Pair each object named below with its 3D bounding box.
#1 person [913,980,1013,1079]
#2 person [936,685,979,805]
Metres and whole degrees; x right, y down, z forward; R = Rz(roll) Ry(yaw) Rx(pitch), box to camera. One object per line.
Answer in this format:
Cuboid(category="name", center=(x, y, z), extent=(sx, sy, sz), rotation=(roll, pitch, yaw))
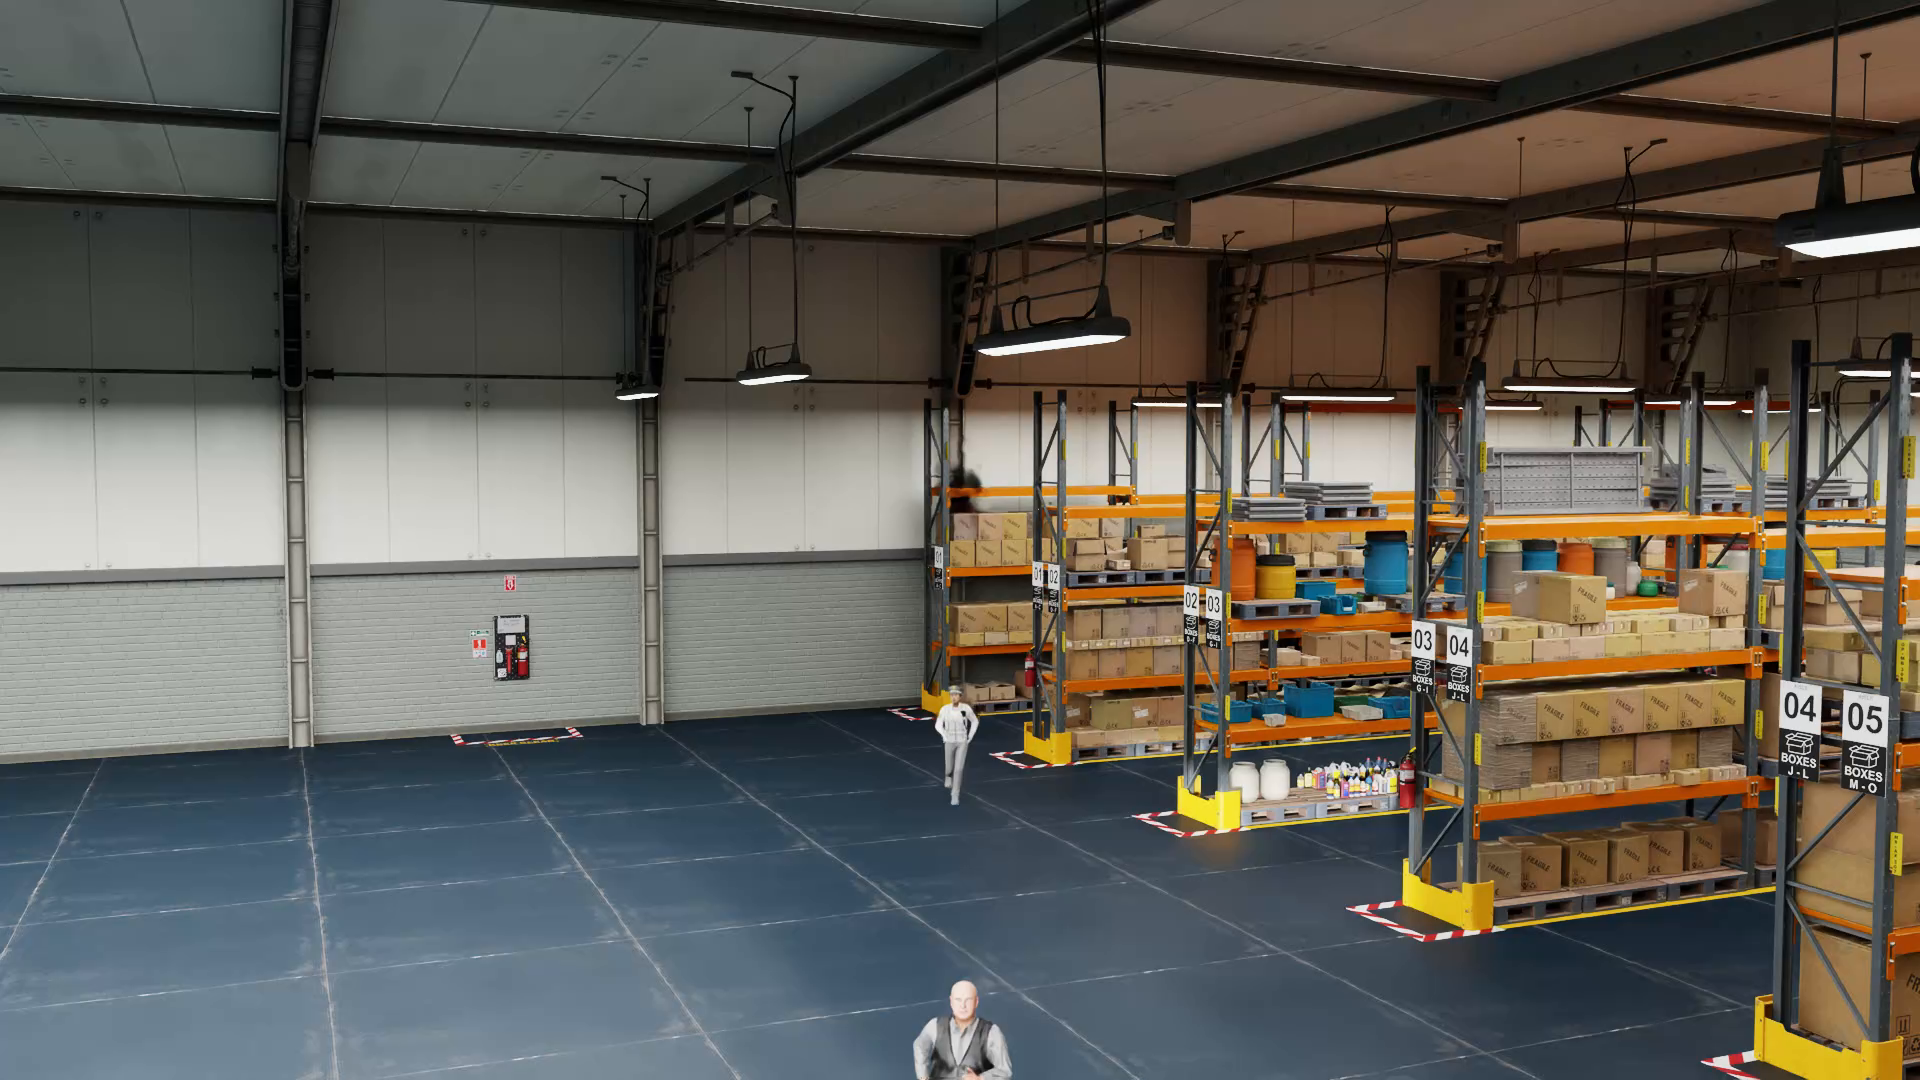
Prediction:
Cuboid(category="person", center=(0.014, 3.671, 10.539), extent=(0.633, 1.771, 0.825), rotation=(0, 3, 0))
Cuboid(category="person", center=(-0.040, 2.928, 24.025), extent=(0.624, 1.691, 0.781), rotation=(0, 3, 4))
